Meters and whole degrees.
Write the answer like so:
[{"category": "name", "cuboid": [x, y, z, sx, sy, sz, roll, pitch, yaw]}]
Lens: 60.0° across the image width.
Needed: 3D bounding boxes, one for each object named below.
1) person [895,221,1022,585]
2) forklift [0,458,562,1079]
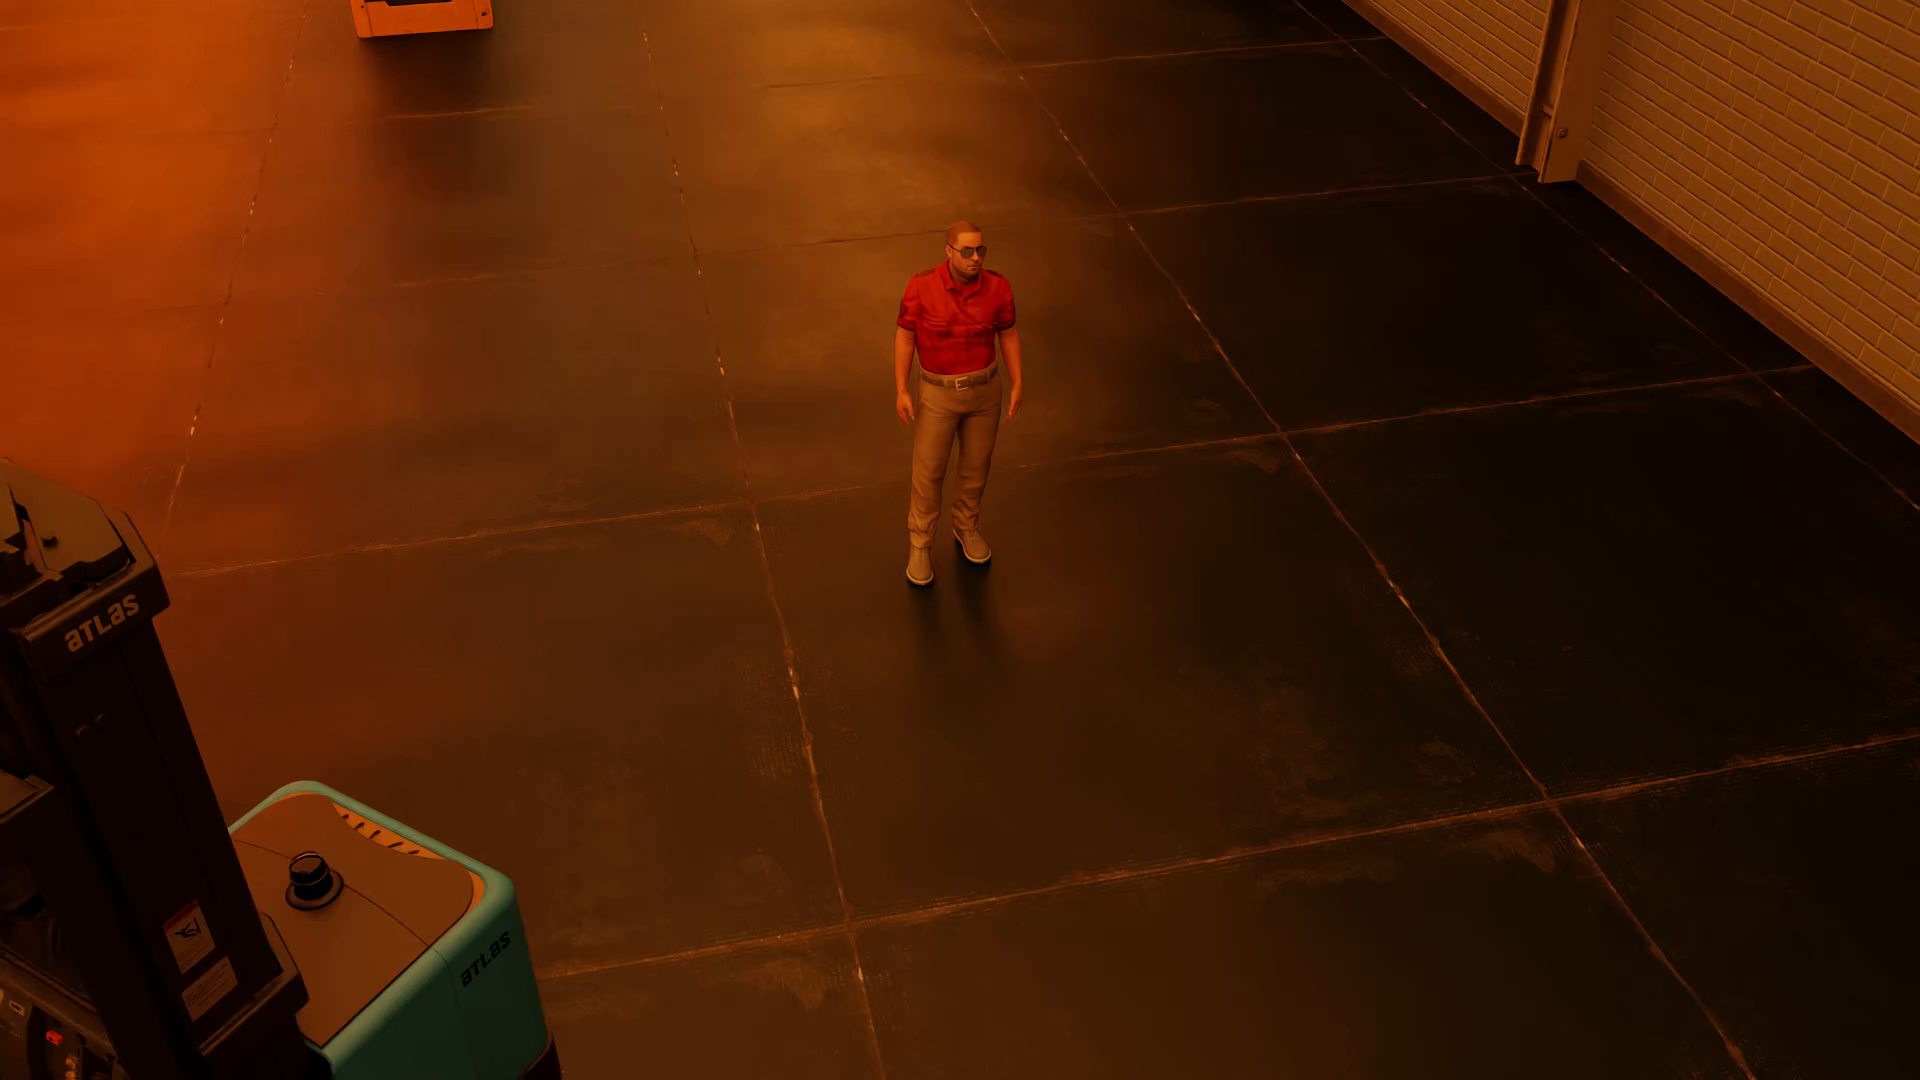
[{"category": "person", "cuboid": [0.009, -0.656, 7.976, 0.641, 1.728, 0.550, -8, 36, -11]}, {"category": "forklift", "cuboid": [-2.563, 1.356, 4.166, 1.130, 2.935, 3.031, 19, 40, 24]}]
